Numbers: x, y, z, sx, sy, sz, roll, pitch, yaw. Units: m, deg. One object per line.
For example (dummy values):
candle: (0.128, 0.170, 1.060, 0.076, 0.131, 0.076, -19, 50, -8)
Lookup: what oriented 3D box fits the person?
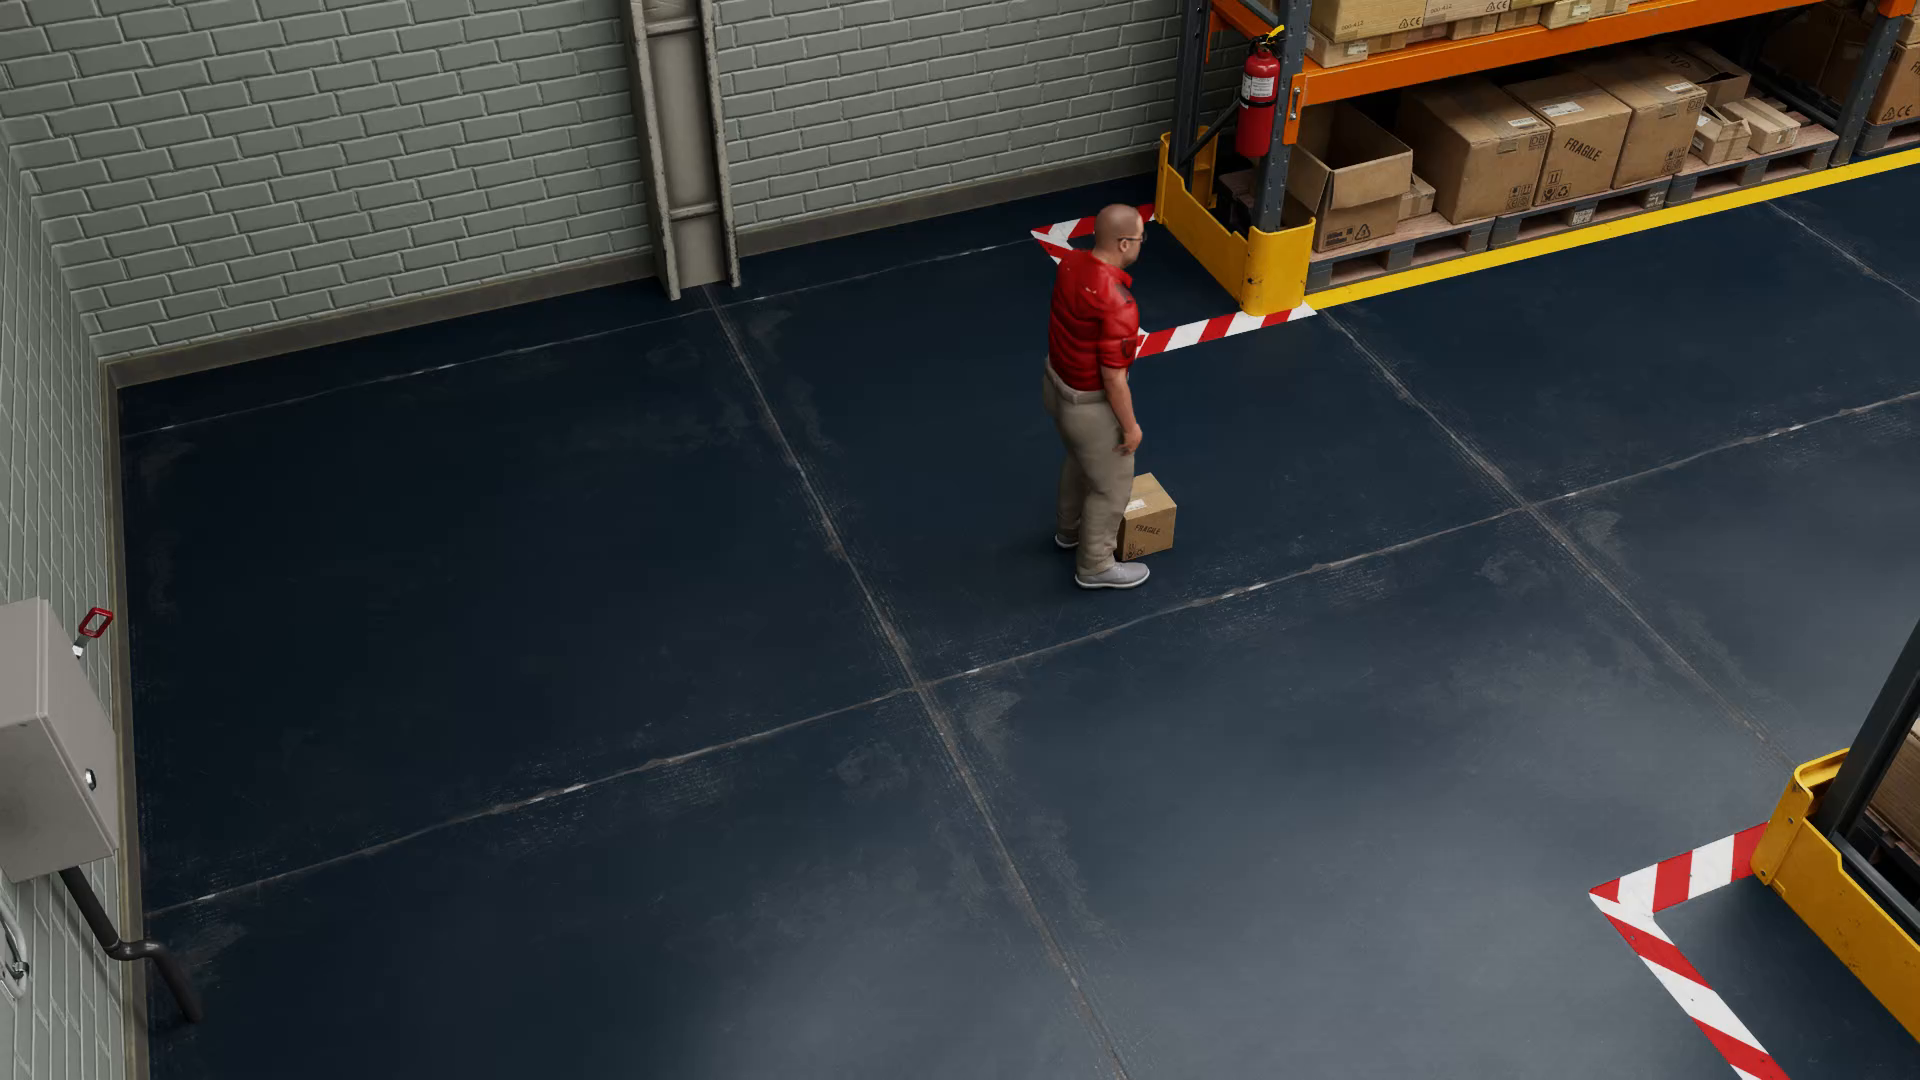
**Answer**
person: (0.572, -0.592, 6.838, 0.422, 1.727, 0.585, -15, 44, -17)
